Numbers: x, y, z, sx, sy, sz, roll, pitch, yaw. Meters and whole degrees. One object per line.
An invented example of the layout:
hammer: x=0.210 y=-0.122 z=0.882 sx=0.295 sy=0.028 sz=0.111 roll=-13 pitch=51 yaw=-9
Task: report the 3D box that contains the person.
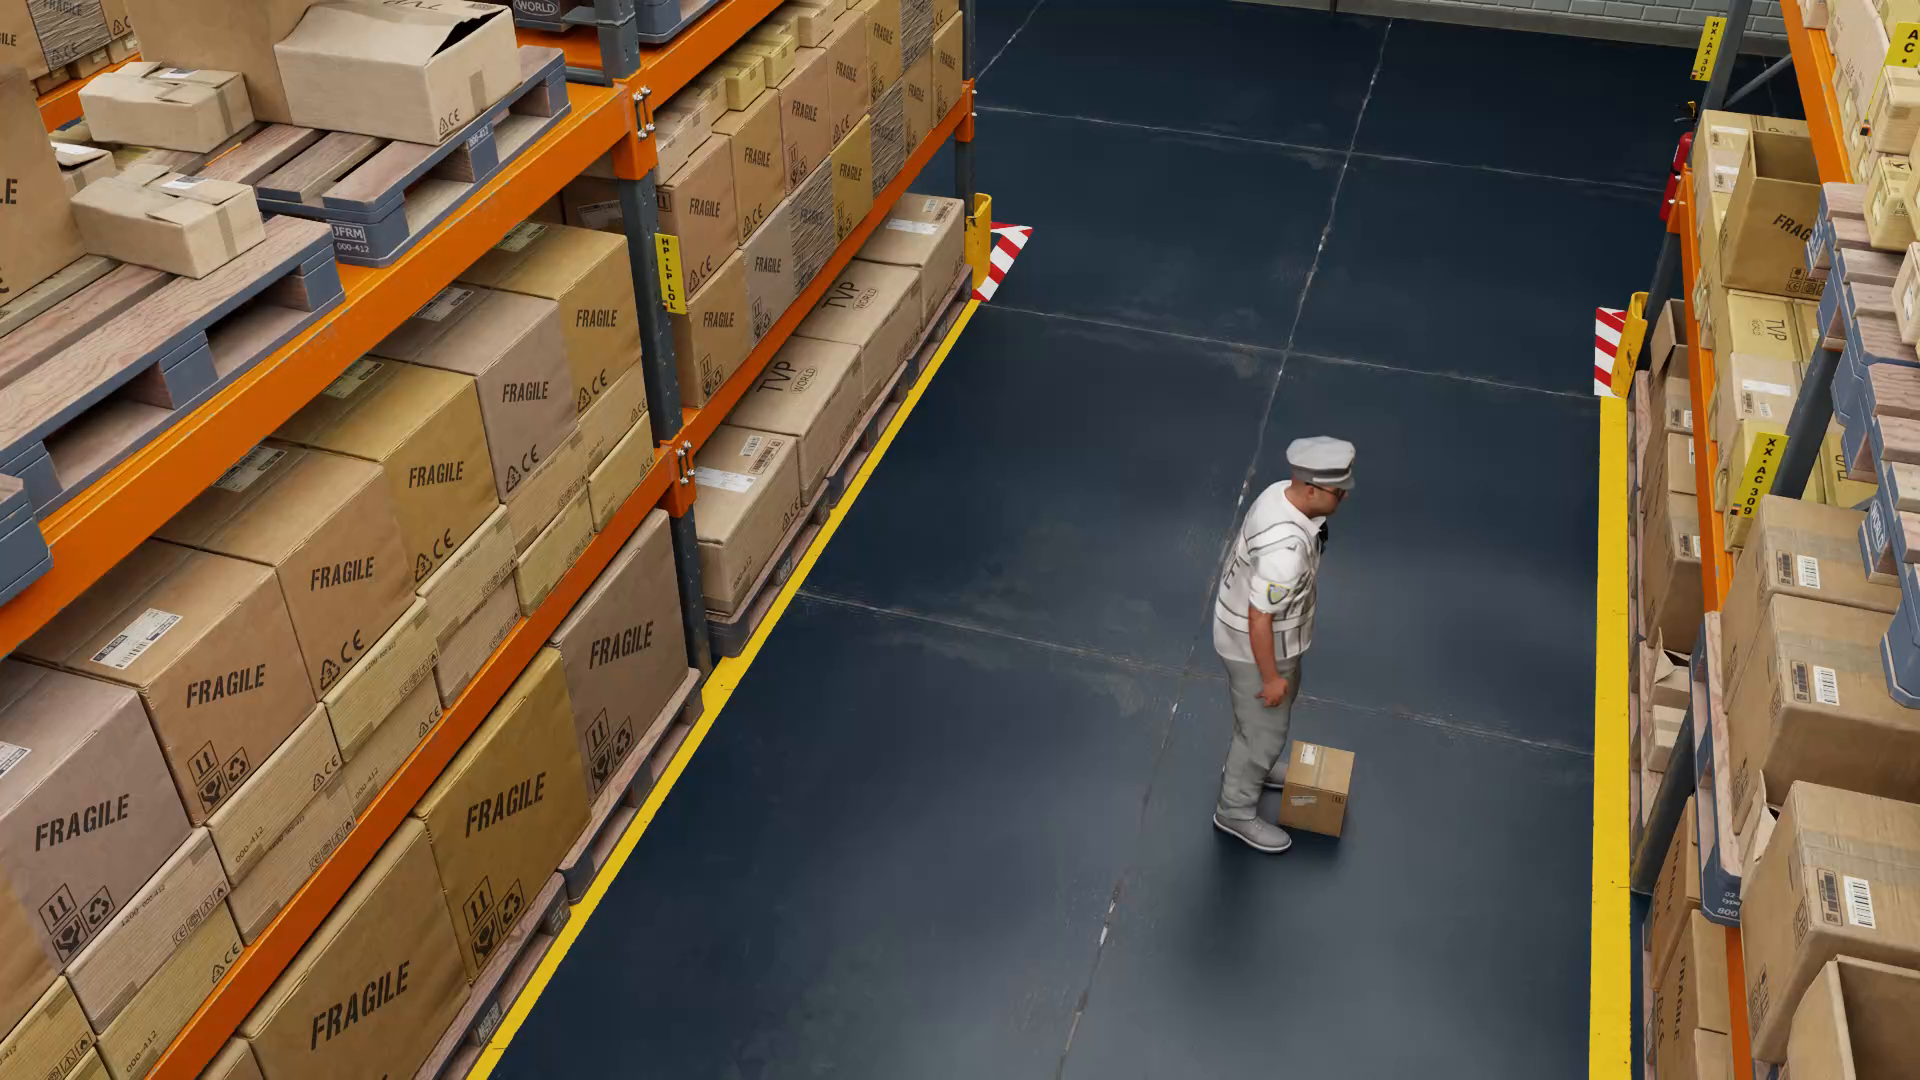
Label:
person: x=1.192 y=0.368 z=6.393 sx=0.434 sy=1.748 sz=0.588 roll=10 pitch=38 yaw=13
